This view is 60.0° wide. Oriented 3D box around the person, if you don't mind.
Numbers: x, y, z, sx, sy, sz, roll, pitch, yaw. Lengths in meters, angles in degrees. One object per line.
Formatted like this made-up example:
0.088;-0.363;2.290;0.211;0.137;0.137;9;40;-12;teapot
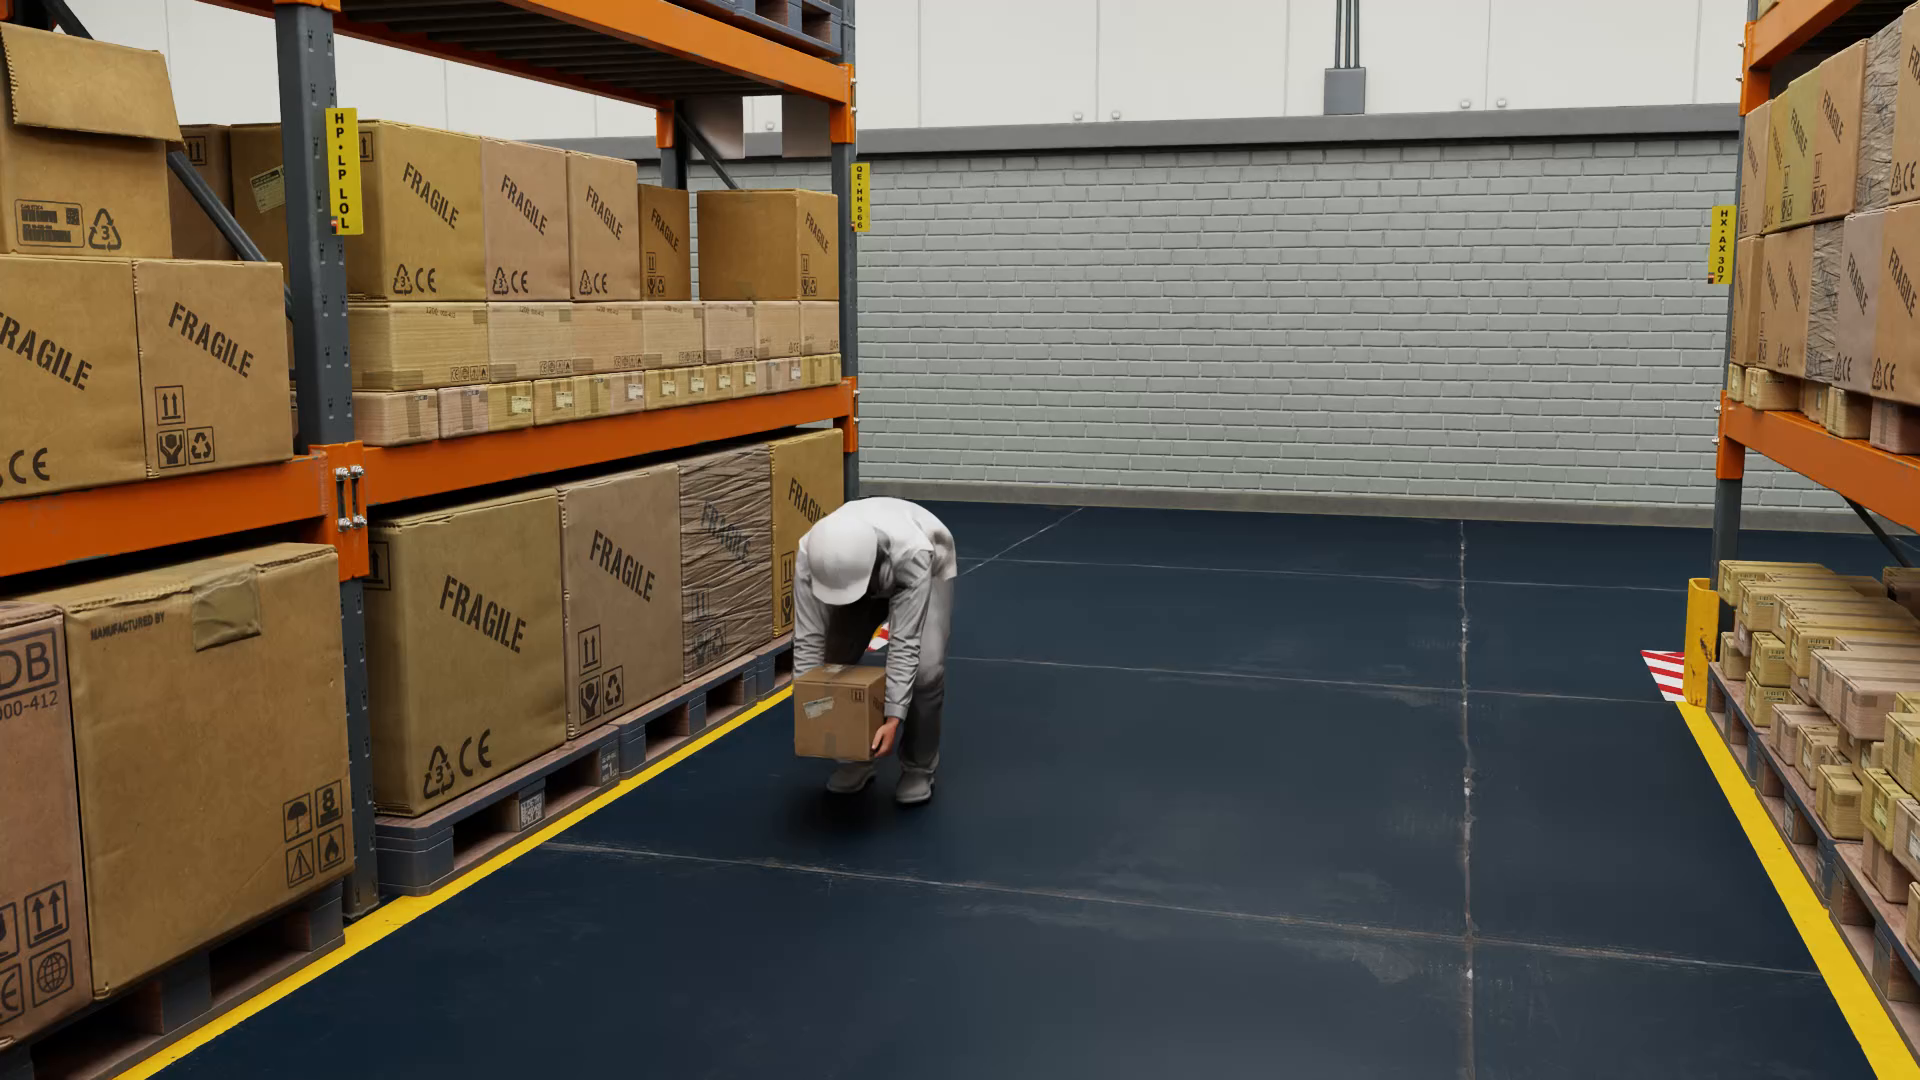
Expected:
-0.303;0.384;5.601;0.495;1.054;0.997;2;8;13;person
